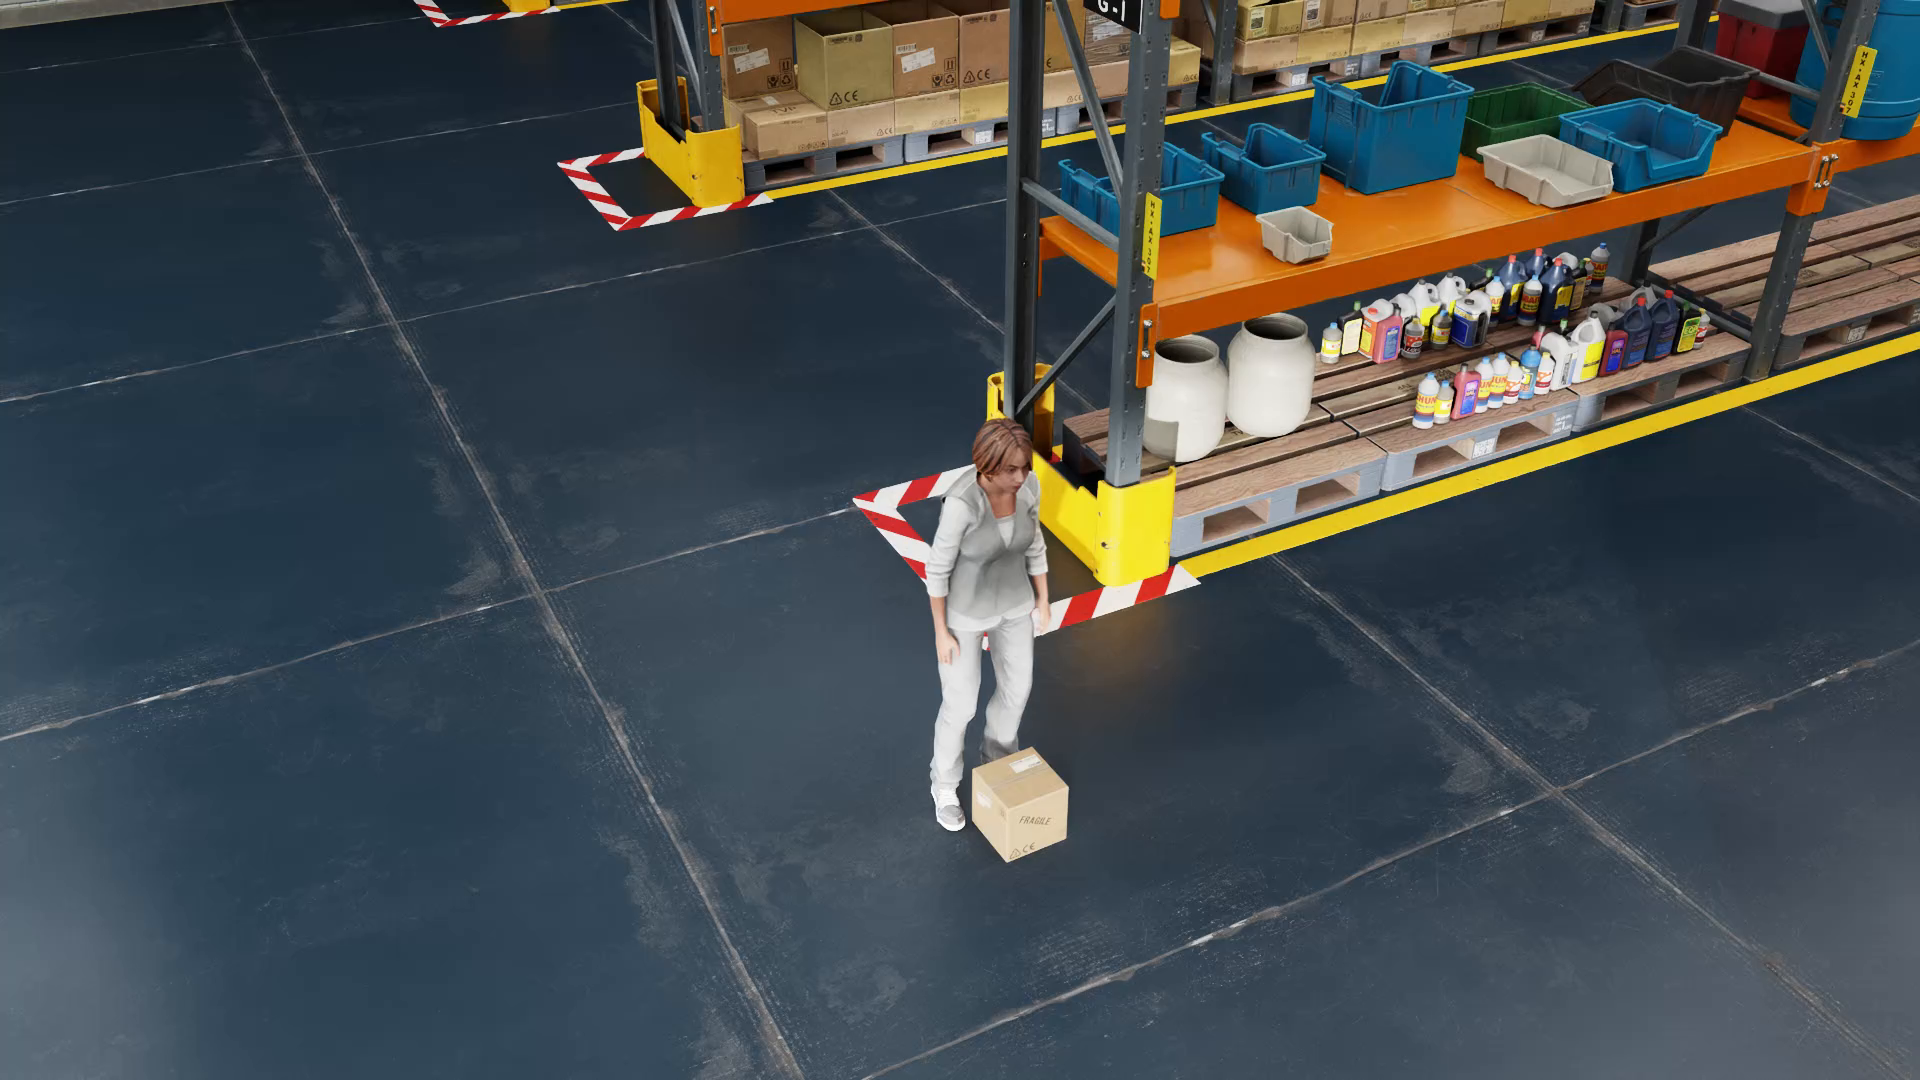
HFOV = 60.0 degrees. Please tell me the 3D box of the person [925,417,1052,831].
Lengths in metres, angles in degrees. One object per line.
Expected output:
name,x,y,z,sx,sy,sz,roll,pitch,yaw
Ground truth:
person,0.102,0.272,5.738,0.482,1.594,0.369,-18,37,-25
